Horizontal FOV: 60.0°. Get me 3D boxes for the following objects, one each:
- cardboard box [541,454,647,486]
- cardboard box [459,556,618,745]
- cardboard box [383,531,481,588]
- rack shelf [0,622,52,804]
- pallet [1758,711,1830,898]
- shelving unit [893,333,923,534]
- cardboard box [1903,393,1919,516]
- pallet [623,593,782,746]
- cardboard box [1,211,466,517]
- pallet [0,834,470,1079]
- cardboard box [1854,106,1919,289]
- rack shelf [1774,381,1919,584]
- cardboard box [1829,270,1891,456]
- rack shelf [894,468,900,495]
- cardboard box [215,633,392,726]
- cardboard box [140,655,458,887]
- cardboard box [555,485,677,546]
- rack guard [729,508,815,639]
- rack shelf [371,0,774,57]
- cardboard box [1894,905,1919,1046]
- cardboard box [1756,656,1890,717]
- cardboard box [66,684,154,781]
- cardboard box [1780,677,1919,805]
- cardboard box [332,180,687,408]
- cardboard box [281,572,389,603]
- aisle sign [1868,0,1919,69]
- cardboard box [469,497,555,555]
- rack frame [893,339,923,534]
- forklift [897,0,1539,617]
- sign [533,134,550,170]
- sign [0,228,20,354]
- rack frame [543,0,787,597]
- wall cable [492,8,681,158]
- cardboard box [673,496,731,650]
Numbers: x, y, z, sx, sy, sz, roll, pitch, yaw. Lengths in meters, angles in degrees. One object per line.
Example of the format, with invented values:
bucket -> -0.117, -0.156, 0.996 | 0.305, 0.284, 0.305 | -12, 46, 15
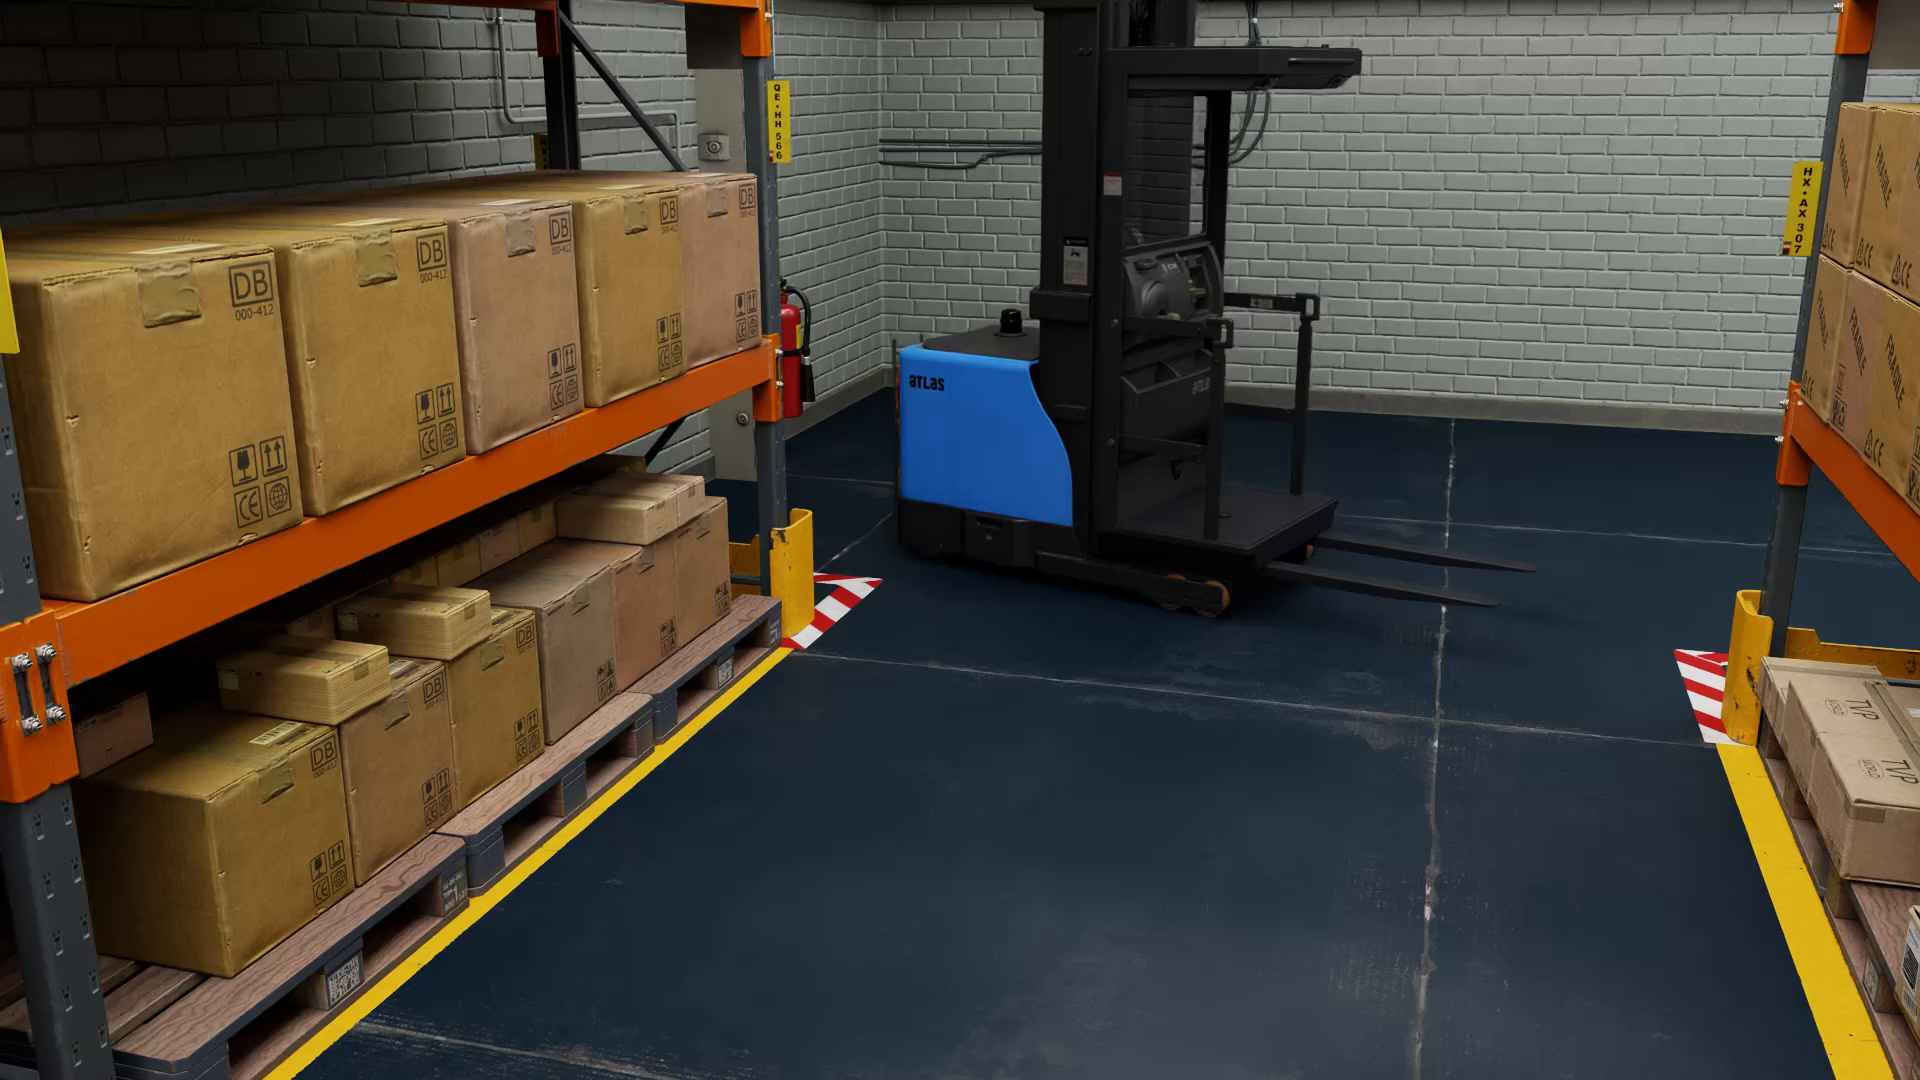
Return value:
cardboard box -> -1.520, -0.258, 6.866 | 0.380, 0.149, 0.250 | 5, 17, 16
cardboard box -> -1.649, 0.364, 5.859 | 0.700, 0.500, 0.500 | 4, 16, 14
cardboard box -> -1.879, 0.073, 5.696 | 0.380, 0.149, 0.250 | 5, 17, 16
rack shelf -> -2.966, 0.826, 1.738 | 1.077, 0.370, 4.000 | 5, 16, 16
pallet -> 3.242, 0.864, 5.398 | 1.003, 0.211, 1.213 | 5, 16, 16
shelving unit -> -0.197, -0.556, 8.865 | 0.215, 1.050, 0.252 | 10, 19, 32
cardboard box -> 2.680, -0.262, 4.072 | 0.500, 0.500, 0.500 | 5, 17, 17
pallet -> -1.413, 0.467, 6.795 | 1.003, 0.211, 1.213 | 5, 16, 16
cardboard box -> -2.015, -0.519, 4.611 | 0.980, 0.700, 0.700 | 4, 16, 14
pallet -> -2.107, 1.106, 4.545 | 1.003, 0.211, 1.213 | 5, 16, 16
cardboard box -> 2.969, -1.003, 4.851 | 0.500, 0.500, 0.500 | 5, 17, 16
rack shelf -> 2.921, 0.163, 4.076 | 1.077, 0.370, 4.000 | 5, 16, 16
cardboard box -> 2.969, -0.523, 4.995 | 0.500, 0.500, 0.500 | 4, 16, 15
rack shelf -> -0.197, -0.278, 8.943 | 0.215, 0.259, 0.240 | 10, 19, 32
cardboard box -> -1.815, 0.382, 4.607 | 0.380, 0.149, 0.250 | 5, 17, 18
cardboard box -> -1.941, 0.639, 4.892 | 0.700, 0.500, 0.500 | 4, 16, 15
cardboard box -> -1.298, -0.096, 6.292 | 0.380, 0.149, 0.250 | 5, 17, 17
rack guard -> -1.254, 0.107, 7.537 | 1.175, 0.500, 0.348 | 5, 16, 16
rack shelf -> -1.830, -1.663, 5.018 | 1.077, 0.370, 4.000 | 5, 16, 16
cardboard box -> 2.456, 1.055, 3.735 | 0.500, 0.311, 0.500 | 5, 16, 16
cardboard box -> 3.041, 0.536, 5.860 | 0.380, 0.149, 0.250 | 5, 16, 16
cardboard box -> -2.319, 0.480, 4.262 | 0.380, 0.149, 0.250 | 5, 16, 16
cardboard box -> 2.921, 0.656, 5.253 | 0.500, 0.250, 0.500 | 5, 16, 16
cardboard box -> -1.593, -0.908, 5.985 | 0.980, 0.700, 0.700 | 4, 16, 15
cardboard box -> -2.024, 0.207, 5.224 | 0.380, 0.149, 0.250 | 5, 17, 16
aisle sign -> 3.227, -1.998, 5.611 | 0.394, 0.787, 0.004 | 5, 16, 16
cardboard box -> -1.735, -0.060, 6.168 | 0.380, 0.149, 0.250 | 5, 17, 16
rack frame -> -0.265, -0.528, 8.767 | 0.200, 1.050, 0.008 | 10, 19, 32
forklift -> 1.189, -1.222, 7.766 | 3.031, 2.935, 1.130 | 10, 19, 32
sign -> -1.792, -1.589, 7.202 | 0.100, 0.325, 0.005 | 5, 16, 16
sign -> -1.875, -0.522, 3.198 | 0.100, 0.325, 0.005 | 5, 16, 16
rack frame -> -1.261, -1.090, 7.174 | 1.000, 3.000, 0.127 | 5, 16, 16
wall cable -> -1.804, -1.987, 8.475 | 0.084, 1.984, 1.851 | 5, 16, 16
cardboard box -> -1.364, 0.102, 6.784 | 0.700, 0.500, 0.500 | 5, 16, 16
